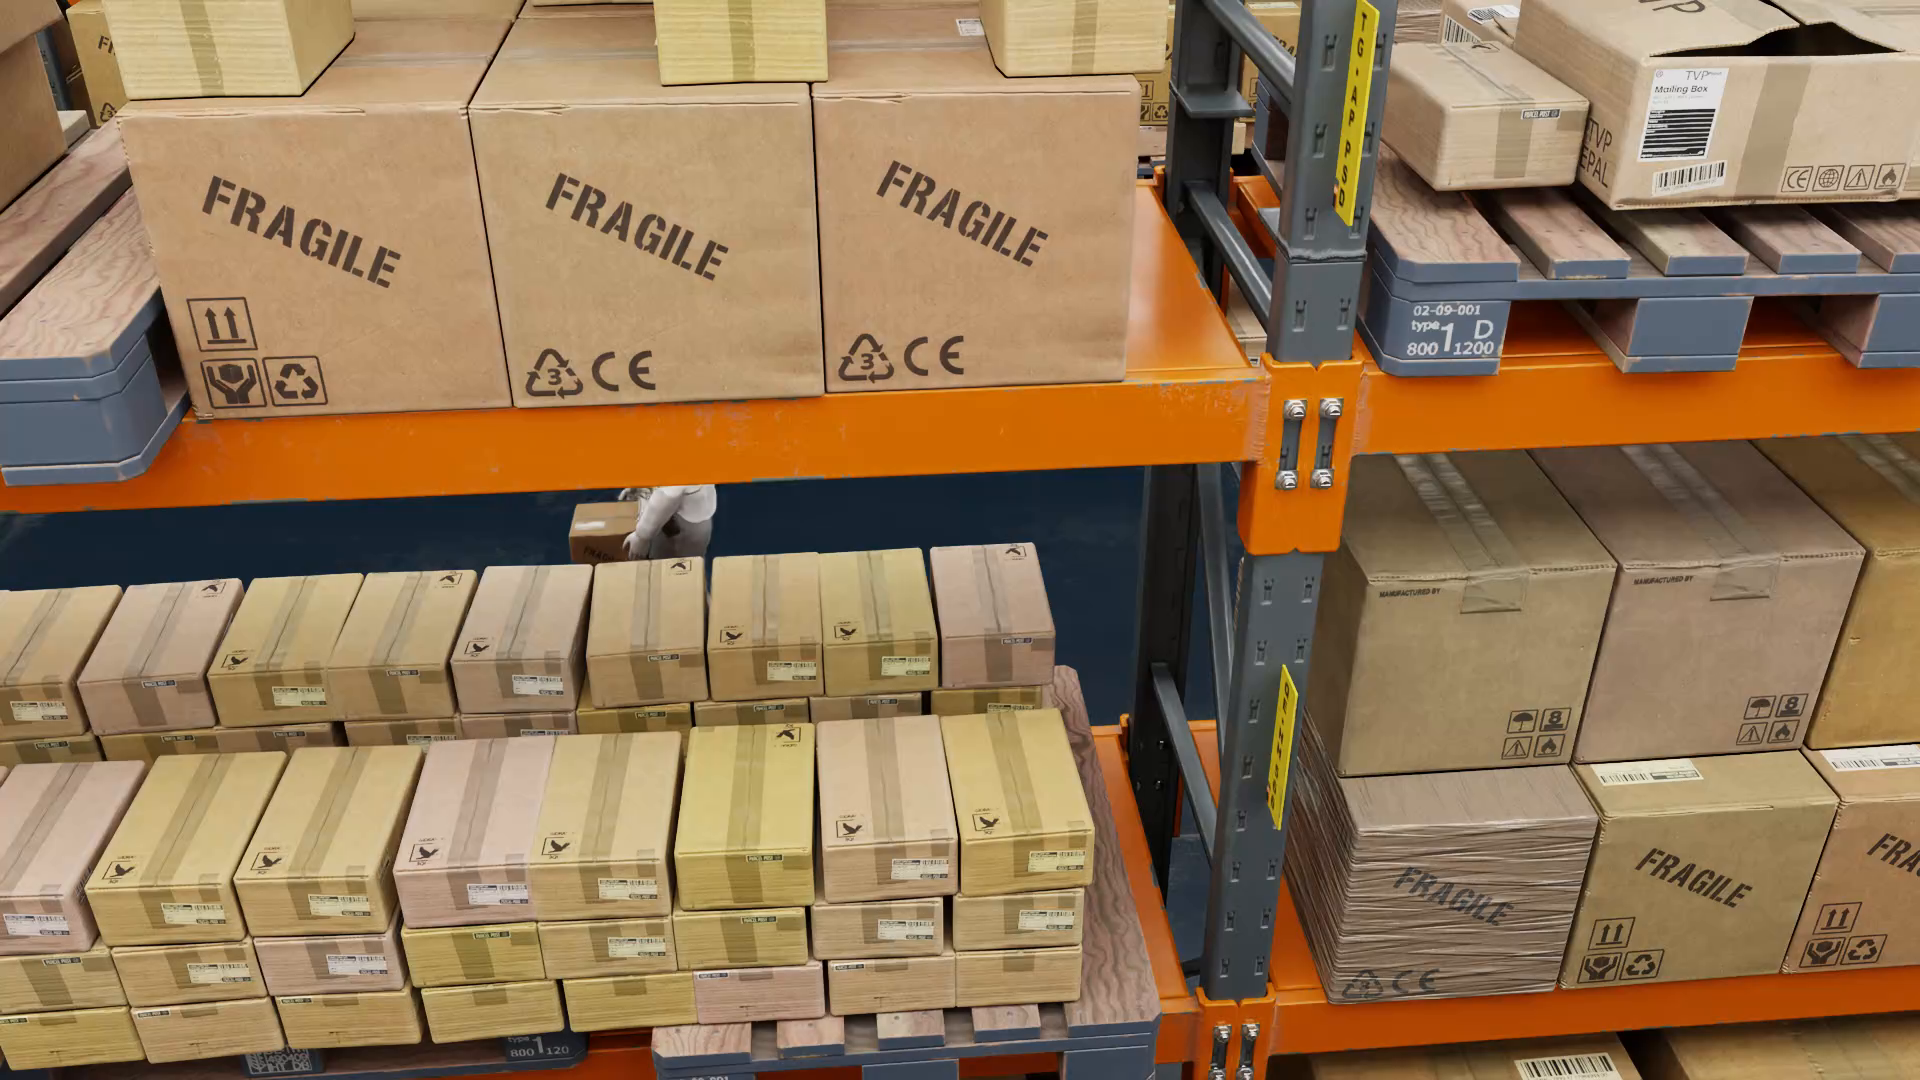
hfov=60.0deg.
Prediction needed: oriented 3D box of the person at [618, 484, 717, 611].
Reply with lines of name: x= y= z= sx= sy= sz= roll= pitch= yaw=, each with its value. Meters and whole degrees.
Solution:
person: x=-1.103 y=-0.093 z=6.251 sx=0.387 sy=1.694 sz=0.568 roll=-3 pitch=31 yaw=-5
